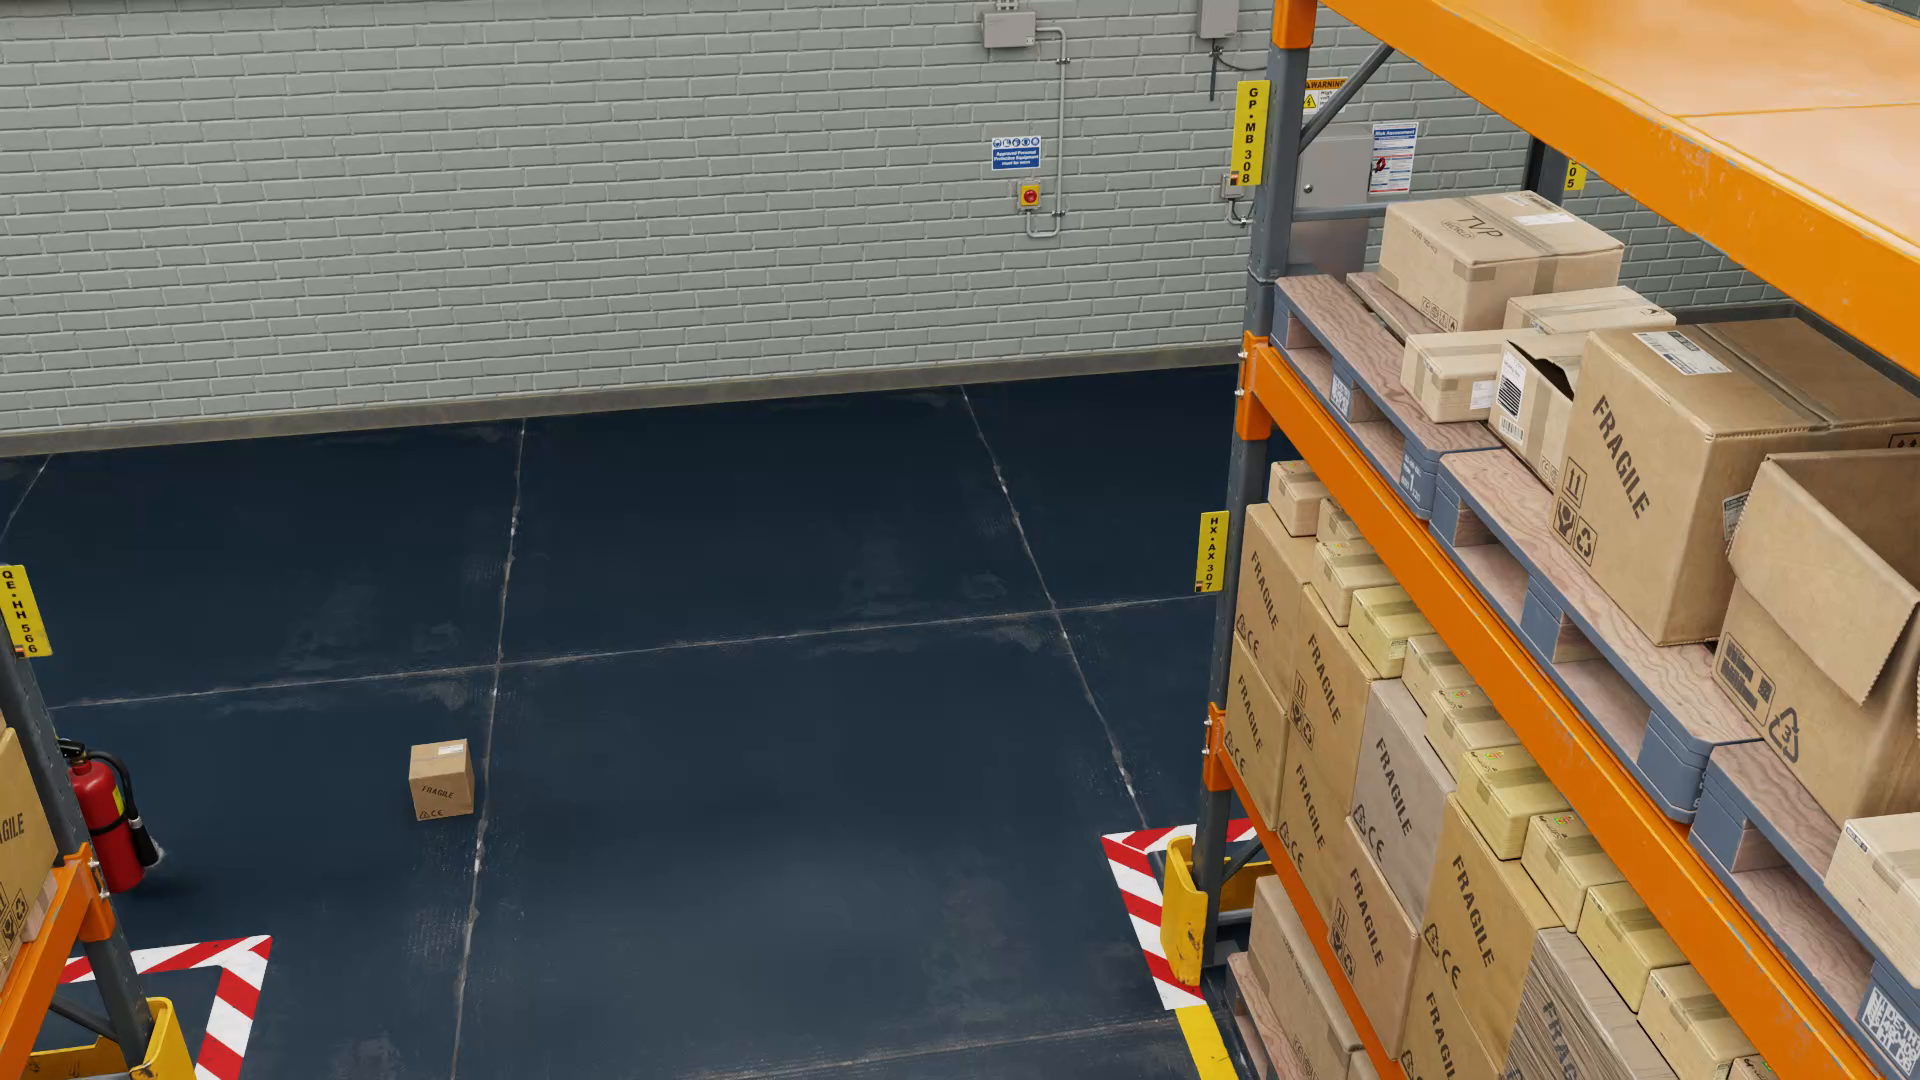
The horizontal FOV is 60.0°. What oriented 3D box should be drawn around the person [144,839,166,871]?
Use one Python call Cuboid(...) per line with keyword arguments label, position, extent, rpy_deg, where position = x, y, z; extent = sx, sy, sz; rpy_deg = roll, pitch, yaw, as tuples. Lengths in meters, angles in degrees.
Cuboid(label="person", position=(-3.892, 0.876, 6.628), extent=(1.012, 1.729, 0.547), rpy_deg=(-9, 32, -15))
